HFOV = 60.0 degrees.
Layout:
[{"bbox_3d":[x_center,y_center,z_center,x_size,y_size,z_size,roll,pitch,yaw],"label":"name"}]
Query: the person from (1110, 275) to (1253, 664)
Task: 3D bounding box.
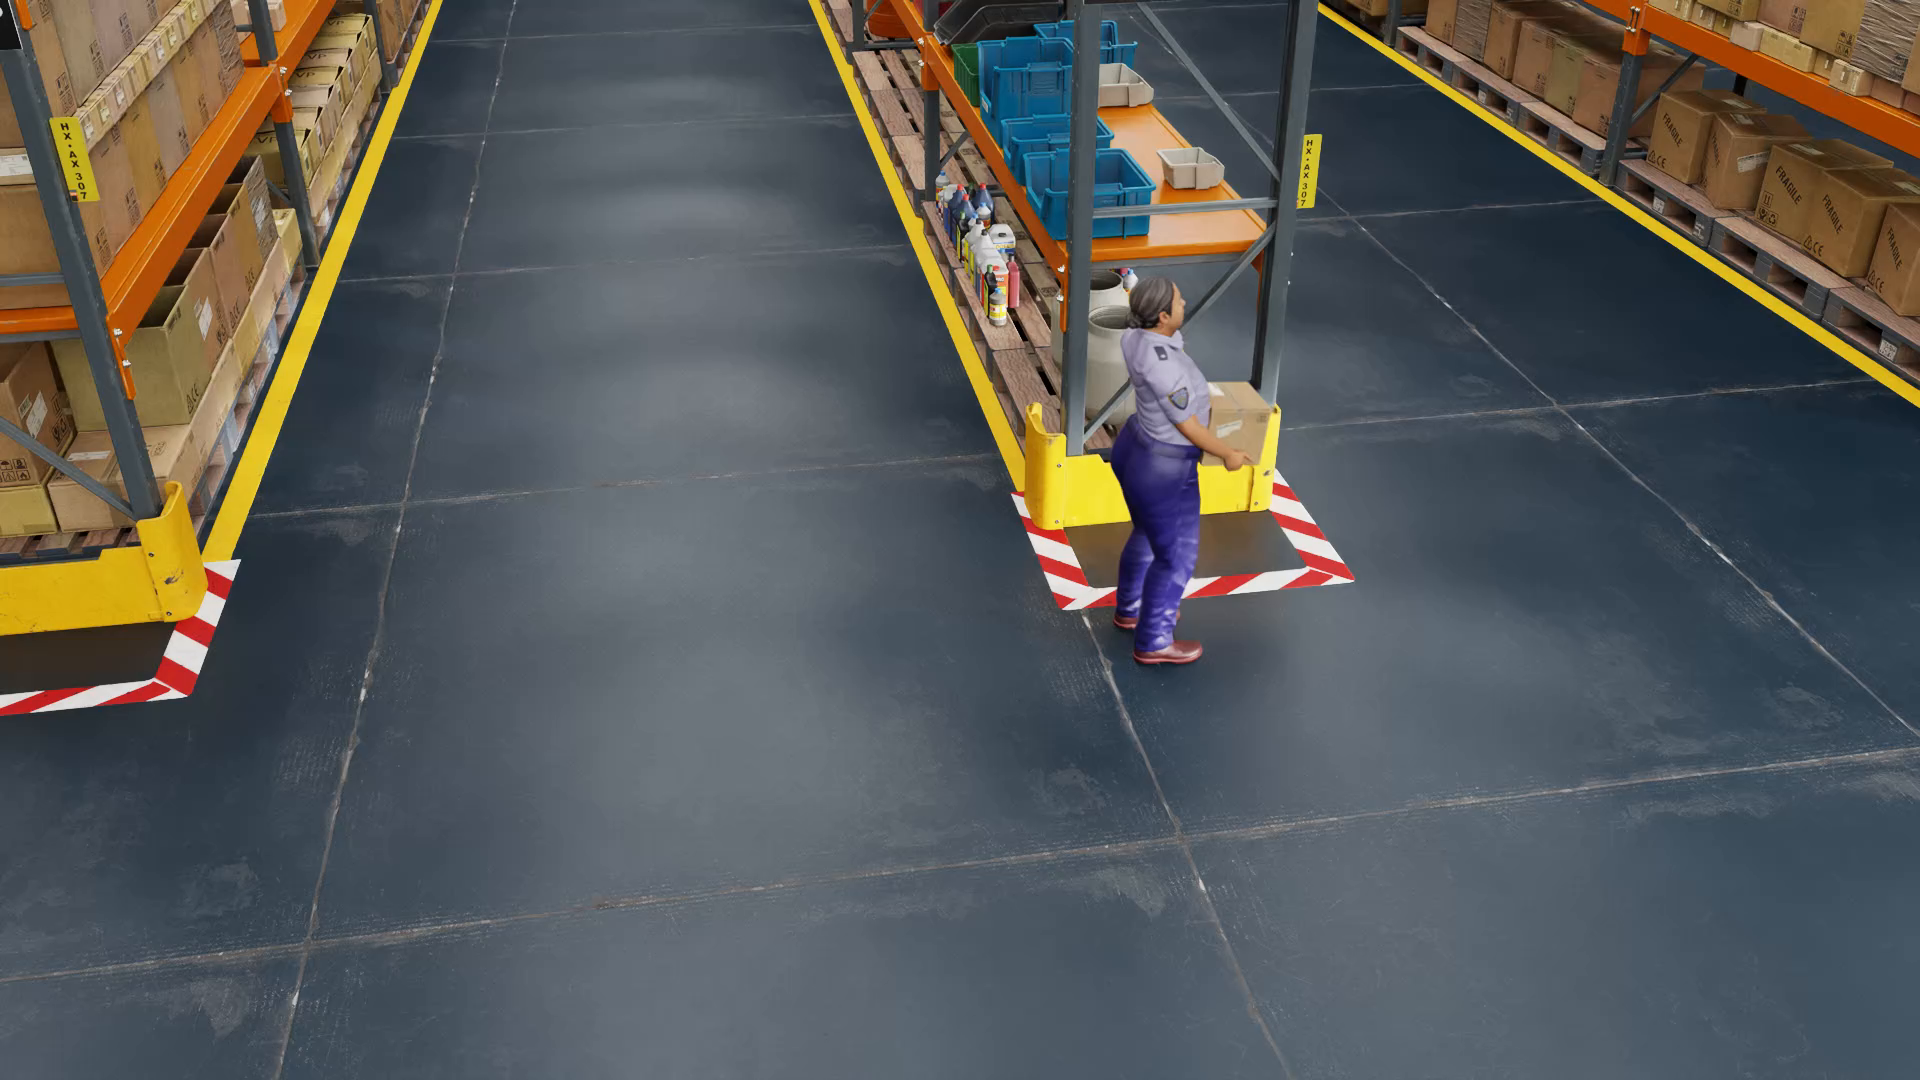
[{"bbox_3d":[0.871,-0.294,6.648,0.514,1.636,0.454,-7,32,-11],"label":"person"}]
